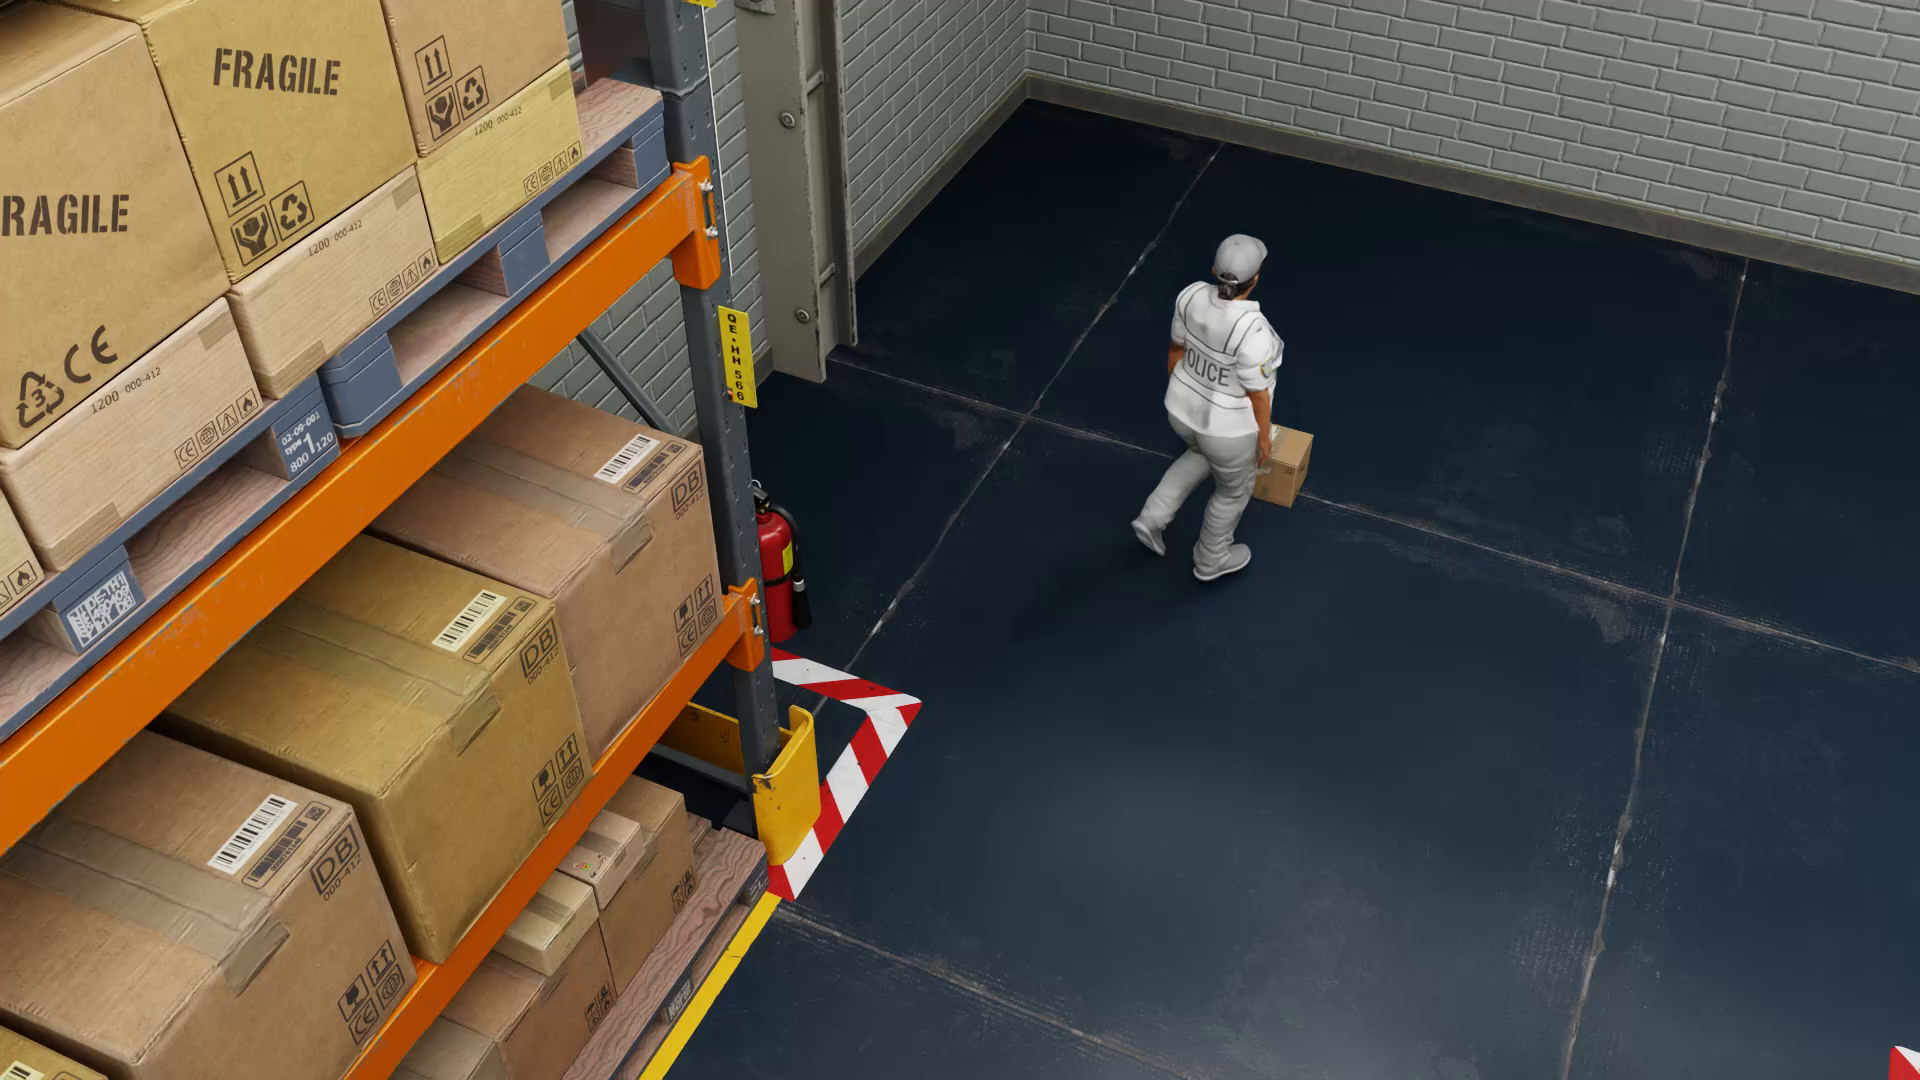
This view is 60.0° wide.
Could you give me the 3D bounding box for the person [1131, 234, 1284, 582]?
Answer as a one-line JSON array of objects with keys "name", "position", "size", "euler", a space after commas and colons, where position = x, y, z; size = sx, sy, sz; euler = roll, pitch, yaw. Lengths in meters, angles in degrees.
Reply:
[{"name": "person", "position": [1.021, -0.499, 6.684], "size": [0.496, 1.653, 0.490], "euler": [-24, 48, -24]}]
